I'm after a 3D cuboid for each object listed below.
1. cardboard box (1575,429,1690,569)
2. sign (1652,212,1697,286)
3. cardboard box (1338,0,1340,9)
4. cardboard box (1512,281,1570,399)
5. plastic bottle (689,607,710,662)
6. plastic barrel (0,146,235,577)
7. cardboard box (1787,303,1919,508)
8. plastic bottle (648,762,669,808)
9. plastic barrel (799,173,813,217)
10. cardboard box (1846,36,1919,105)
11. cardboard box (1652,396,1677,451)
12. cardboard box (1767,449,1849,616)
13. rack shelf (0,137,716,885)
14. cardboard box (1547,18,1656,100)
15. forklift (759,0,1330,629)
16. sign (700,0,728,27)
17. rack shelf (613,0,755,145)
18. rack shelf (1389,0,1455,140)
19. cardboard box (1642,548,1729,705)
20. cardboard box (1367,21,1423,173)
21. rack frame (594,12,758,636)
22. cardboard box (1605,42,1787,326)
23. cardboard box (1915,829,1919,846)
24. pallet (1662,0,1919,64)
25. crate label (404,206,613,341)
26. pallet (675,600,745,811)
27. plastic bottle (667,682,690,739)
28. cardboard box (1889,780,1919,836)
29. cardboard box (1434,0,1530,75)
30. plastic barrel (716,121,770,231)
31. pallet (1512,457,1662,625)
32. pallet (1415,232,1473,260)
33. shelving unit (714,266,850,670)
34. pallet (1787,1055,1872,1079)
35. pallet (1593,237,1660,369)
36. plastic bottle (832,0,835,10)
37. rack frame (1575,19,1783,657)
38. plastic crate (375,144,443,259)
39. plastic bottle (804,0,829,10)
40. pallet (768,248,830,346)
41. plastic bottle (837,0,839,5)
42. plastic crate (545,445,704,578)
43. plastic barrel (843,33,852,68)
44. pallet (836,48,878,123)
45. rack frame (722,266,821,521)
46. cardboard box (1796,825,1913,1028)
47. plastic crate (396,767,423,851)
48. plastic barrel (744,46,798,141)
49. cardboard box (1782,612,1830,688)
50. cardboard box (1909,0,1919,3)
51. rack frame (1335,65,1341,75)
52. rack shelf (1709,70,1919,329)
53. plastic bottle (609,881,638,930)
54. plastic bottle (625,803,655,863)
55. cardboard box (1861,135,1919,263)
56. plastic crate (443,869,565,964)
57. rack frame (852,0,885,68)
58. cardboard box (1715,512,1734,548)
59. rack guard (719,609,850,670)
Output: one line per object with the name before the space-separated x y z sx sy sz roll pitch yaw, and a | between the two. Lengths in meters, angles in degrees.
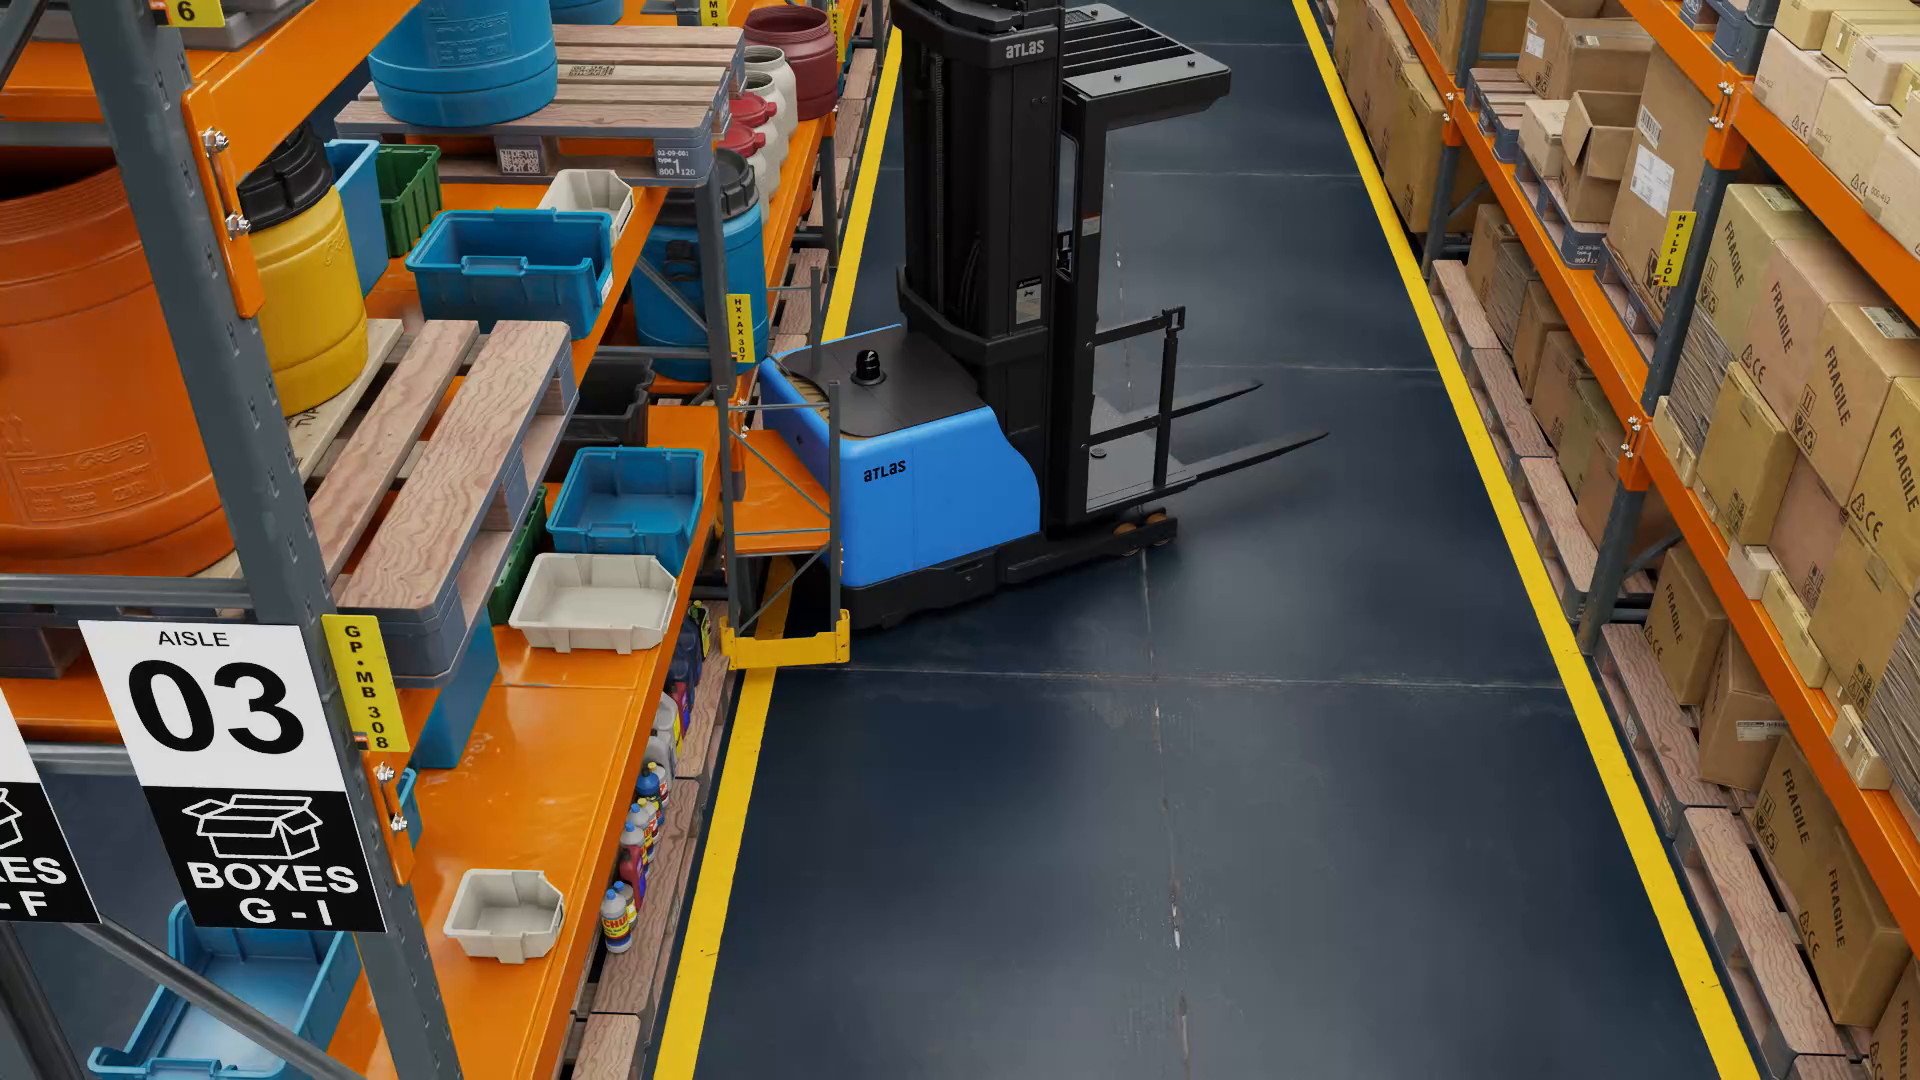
cardboard box | 3.505 -0.208 8.174 0.700 0.500 0.500 -1 35 -2
sign | 2.904 -1.183 6.763 0.100 0.325 0.005 1 35 2
cardboard box | 3.887 -4.974 14.648 0.875 0.875 0.875 1 35 2
cardboard box | 3.587 -1.123 9.477 0.700 0.500 0.500 4 35 6
plastic bottle | -1.180 0.403 7.494 0.061 0.283 0.133 3 35 4
plastic barrel | -1.758 -0.371 3.268 0.600 0.830 0.708 1 35 2
cardboard box | 3.148 -0.443 5.502 0.500 0.500 0.500 1 35 2
plastic bottle | -1.236 0.986 6.734 0.097 0.201 0.097 0 35 0
plastic barrel | -1.327 -2.676 11.417 0.600 0.830 0.708 1 35 2
cardboard box | 3.163 -1.537 5.449 0.380 0.149 0.250 2 35 2
cardboard box | 3.150 -0.479 6.987 0.380 0.149 0.250 1 35 2
cardboard box | 3.404 -0.028 5.781 0.875 0.500 0.500 1 35 2
rack shelf | -1.570 -0.597 4.953 1.077 0.370 4.000 1 35 2
cardboard box | 3.715 -2.575 9.299 0.700 0.500 0.500 6 36 9
forklift | 0.549 -1.369 8.094 3.031 2.935 1.130 -17 39 -23
sign | -0.941 -2.025 6.351 0.100 0.325 0.005 1 35 2
rack shelf | -1.410 -2.895 8.223 1.077 0.370 4.000 1 35 2
rack shelf | 3.700 -3.851 12.192 1.077 0.370 4.000 1 35 2
cardboard box | 3.403 0.381 7.353 0.500 0.500 0.500 0 35 0
cardboard box | 3.712 -3.207 12.133 1.225 0.875 0.875 1 35 2
rack frame | -1.490 -0.813 7.243 1.000 3.000 0.127 1 35 2
cardboard box | 3.631 -1.569 7.432 1.000 1.000 1.000 2 35 2
cardboard box | 3.248 0.832 4.558 0.875 0.500 0.500 1 35 2
pallet | 3.590 -2.201 6.773 1.213 0.211 1.003 1 35 2
crate label | -1.245 -0.749 4.673 0.502 0.251 0.408 1 35 2
pallet | -1.559 0.713 7.497 1.003 0.211 1.213 1 35 2
plastic bottle | -1.200 0.700 7.071 0.061 0.283 0.133 4 35 5
cardboard box | 3.137 0.816 5.145 0.380 0.149 0.250 1 35 2
cardboard box | 3.392 -3.327 10.733 0.500 0.500 0.500 2 35 3
plastic barrel | -1.203 -1.834 8.579 0.433 0.535 0.433 0 35 0
pallet | 3.489 -0.005 8.519 1.003 0.211 1.213 1 35 2
pallet | 3.727 -2.307 11.794 1.003 0.211 1.213 1 35 2
shelving unit | -0.849 -0.340 7.655 0.587 1.500 1.083 -3 37 -8
pallet | 3.369 2.231 5.338 1.003 0.211 1.213 1 35 2
pallet | 3.635 -1.056 7.756 1.003 0.211 1.213 1 35 2
plastic bottle | -0.910 -3.779 11.565 0.061 0.283 0.133 1 35 2
rack frame | 3.459 -0.698 7.081 1.000 3.000 0.127 1 35 2
plastic crate | -1.825 -1.053 5.161 0.336 0.188 0.450 1 35 2
plastic bottle | -0.970 -3.567 11.270 0.152 0.276 0.135 1 35 2
pallet | -1.399 -1.526 10.683 1.003 0.211 1.213 1 35 2
plastic bottle | -0.897 -3.967 11.833 0.061 0.283 0.133 1 35 2
plastic crate | -1.263 -0.110 6.372 0.499 0.251 0.616 1 35 2
plastic barrel | -1.207 -4.410 13.822 0.600 0.901 0.708 1 35 2
pallet | -1.241 -3.826 13.956 1.003 0.211 1.213 1 35 2
rack frame | -0.921 -0.638 8.050 0.500 1.500 0.032 -3 37 -8
cardboard box | 3.374 1.389 5.920 0.500 0.500 0.500 4 35 6
plastic crate | -1.898 0.879 4.966 0.499 0.251 0.408 1 35 2
plastic barrel | -1.157 -2.561 9.633 0.421 0.512 0.421 0 35 0
cardboard box | 3.103 0.383 5.760 0.380 0.149 0.250 1 35 2
cardboard box | 3.577 -2.407 6.449 0.797 0.503 0.637 0 35 0
rack frame | 3.780 -5.295 13.621 1.000 3.000 0.127 1 35 2
rack shelf | 3.379 -0.482 4.790 1.077 0.370 4.000 1 35 2
plastic bottle | -1.262 1.356 6.208 0.097 0.201 0.097 0 35 0
plastic bottle | -1.249 1.133 6.465 0.097 0.271 0.097 0 35 0
cardboard box | 3.138 -1.022 5.063 0.500 0.250 0.500 0 35 0
plastic crate | -1.293 1.087 4.770 0.298 0.136 0.250 1 35 2
rack frame | -1.169 -5.409 13.783 1.000 3.000 0.127 1 35 2
cardboard box | 3.144 -0.047 6.373 0.380 0.149 0.250 1 35 2
rack guard | -0.802 0.457 7.634 0.587 0.250 0.087 -3 37 -8
